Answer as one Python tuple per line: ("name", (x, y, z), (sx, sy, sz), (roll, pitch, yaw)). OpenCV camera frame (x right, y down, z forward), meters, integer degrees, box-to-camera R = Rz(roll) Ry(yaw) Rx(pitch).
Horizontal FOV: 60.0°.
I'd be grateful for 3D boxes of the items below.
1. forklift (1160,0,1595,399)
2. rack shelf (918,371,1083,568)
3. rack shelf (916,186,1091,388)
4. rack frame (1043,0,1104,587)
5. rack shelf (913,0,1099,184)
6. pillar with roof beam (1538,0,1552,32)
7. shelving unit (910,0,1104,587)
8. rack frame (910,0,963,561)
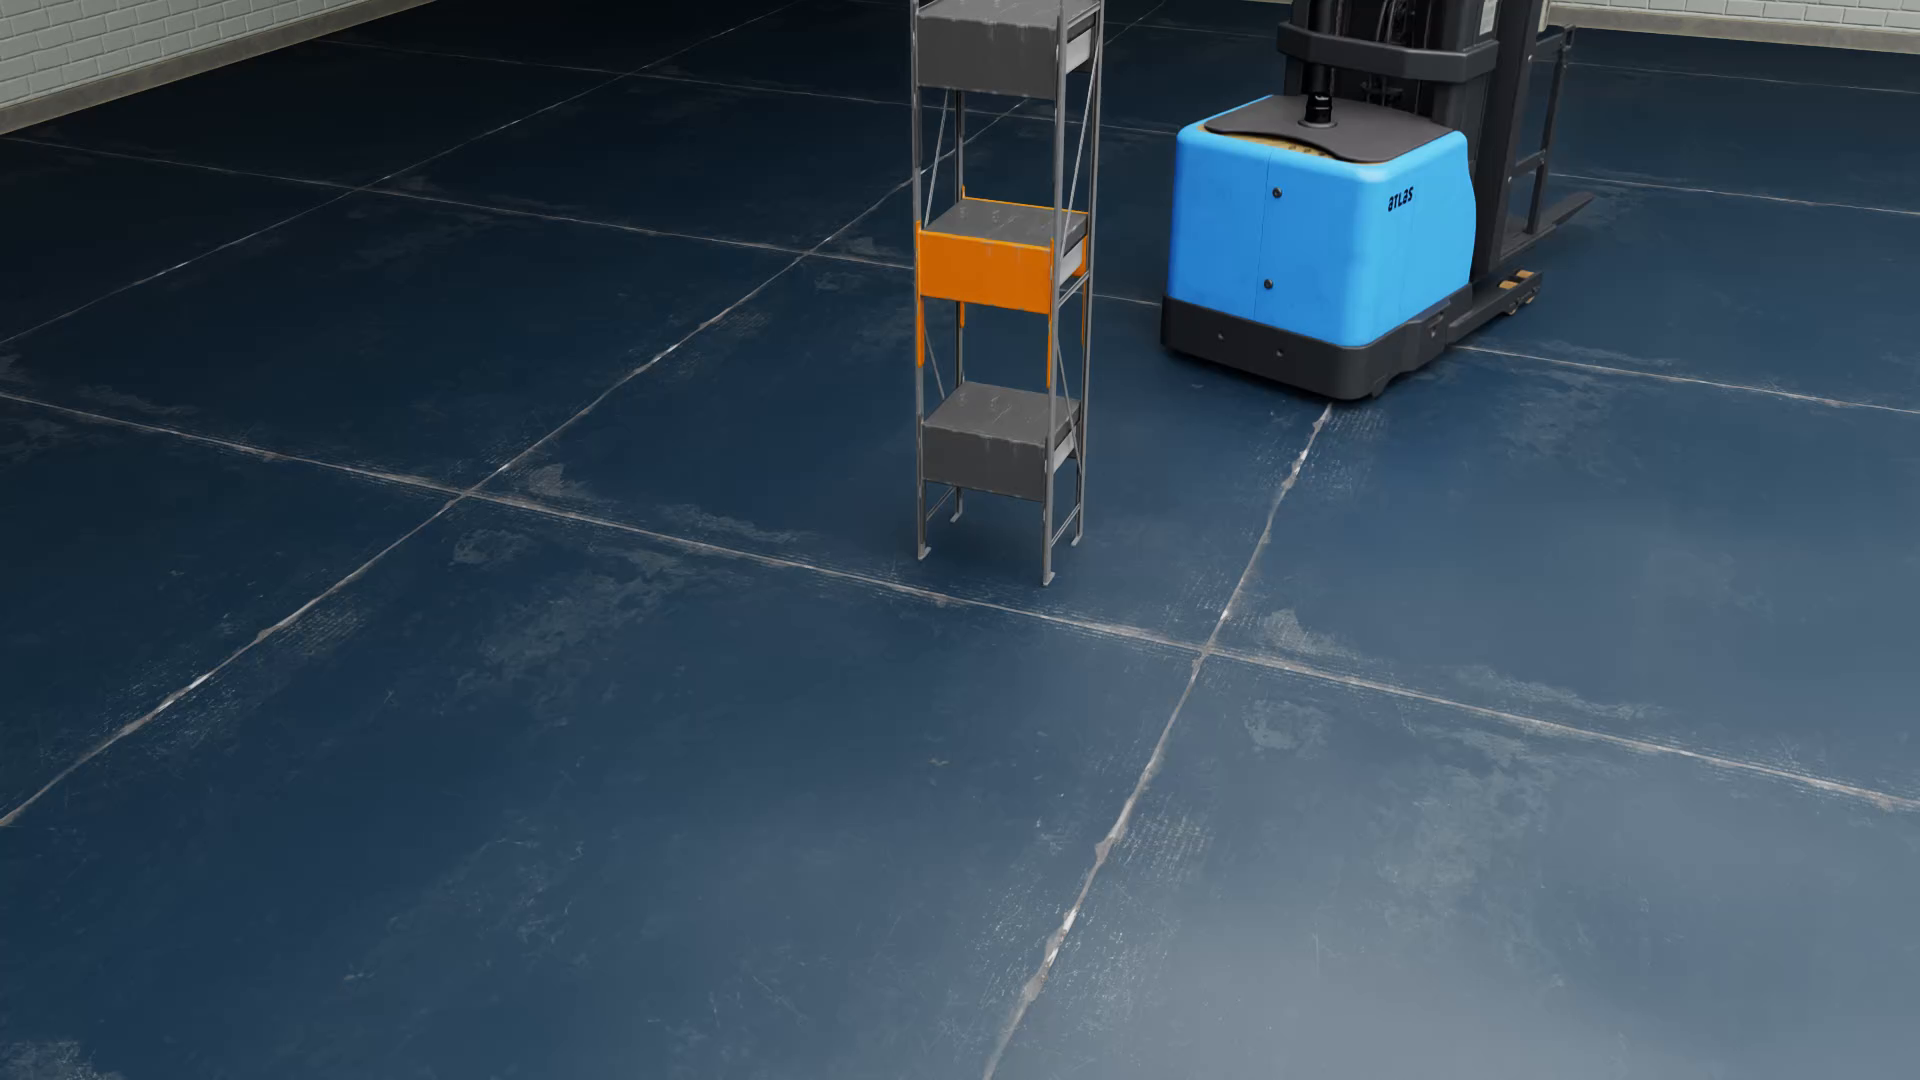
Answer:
("forklift", (2.268, -2.531, 7.750), (1.130, 2.935, 3.031), (23, 37, 34))
("rack shelf", (0.153, -0.262, 6.030), (0.480, 0.518, 0.431), (11, 31, 19))
("rack shelf", (0.153, -0.872, 5.686), (0.480, 0.518, 0.431), (11, 31, 19))
("rack frame", (0.379, -0.838, 5.599), (0.015, 2.100, 0.400), (11, 31, 19))
("rack shelf", (0.153, -1.481, 5.341), (0.480, 0.518, 0.431), (11, 31, 19))
("pillar with roof beam", (3.038, -6.224, 8.117), (0.400, 9.000, 9.100), (11, 31, 19))
("shelving unit", (0.153, -0.883, 5.679), (0.503, 2.100, 0.431), (11, 31, 19))
("rack frame", (-0.073, -0.929, 5.759), (0.015, 2.100, 0.400), (11, 31, 19))
